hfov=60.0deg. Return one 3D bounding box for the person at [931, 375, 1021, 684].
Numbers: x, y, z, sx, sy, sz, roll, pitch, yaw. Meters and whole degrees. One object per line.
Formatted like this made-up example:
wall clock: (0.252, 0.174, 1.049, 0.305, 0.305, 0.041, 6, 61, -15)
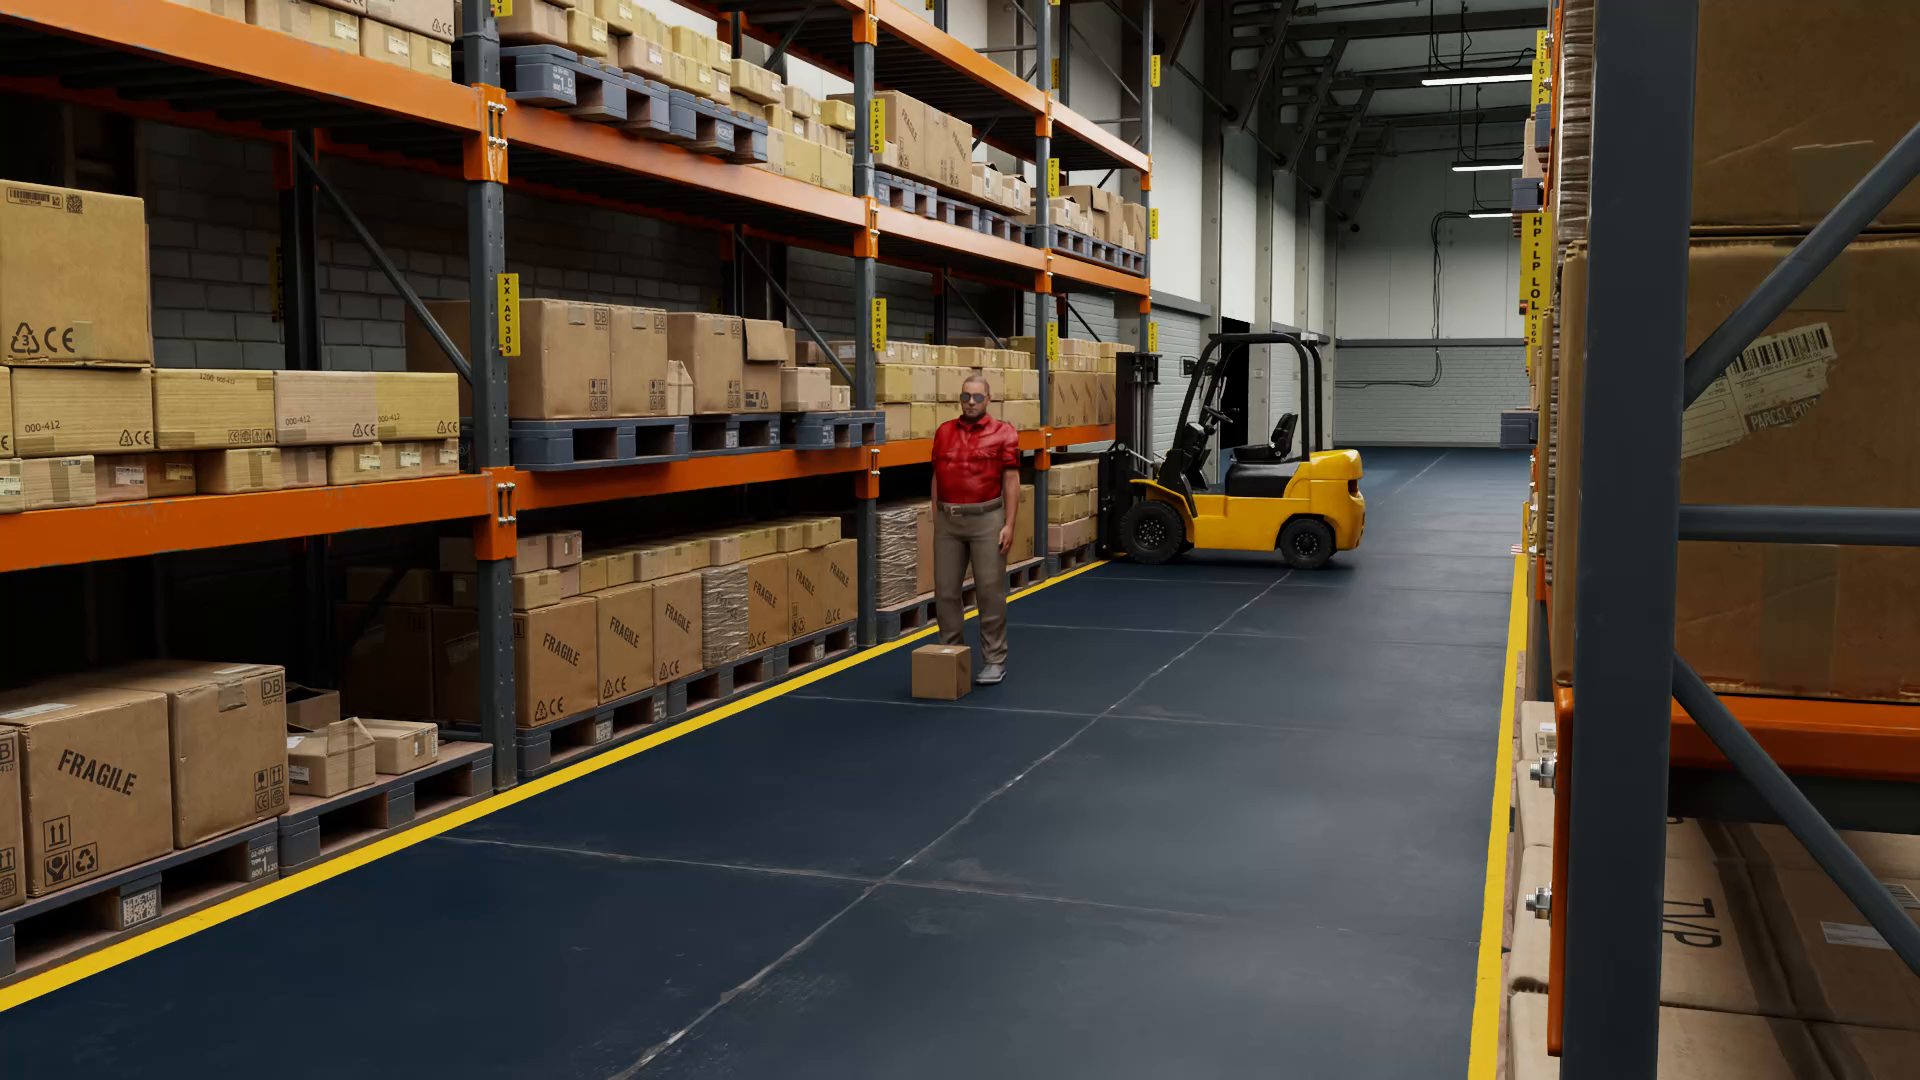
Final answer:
person: (0.070, -0.062, 9.330, 0.527, 1.723, 0.360, 2, 5, 20)
